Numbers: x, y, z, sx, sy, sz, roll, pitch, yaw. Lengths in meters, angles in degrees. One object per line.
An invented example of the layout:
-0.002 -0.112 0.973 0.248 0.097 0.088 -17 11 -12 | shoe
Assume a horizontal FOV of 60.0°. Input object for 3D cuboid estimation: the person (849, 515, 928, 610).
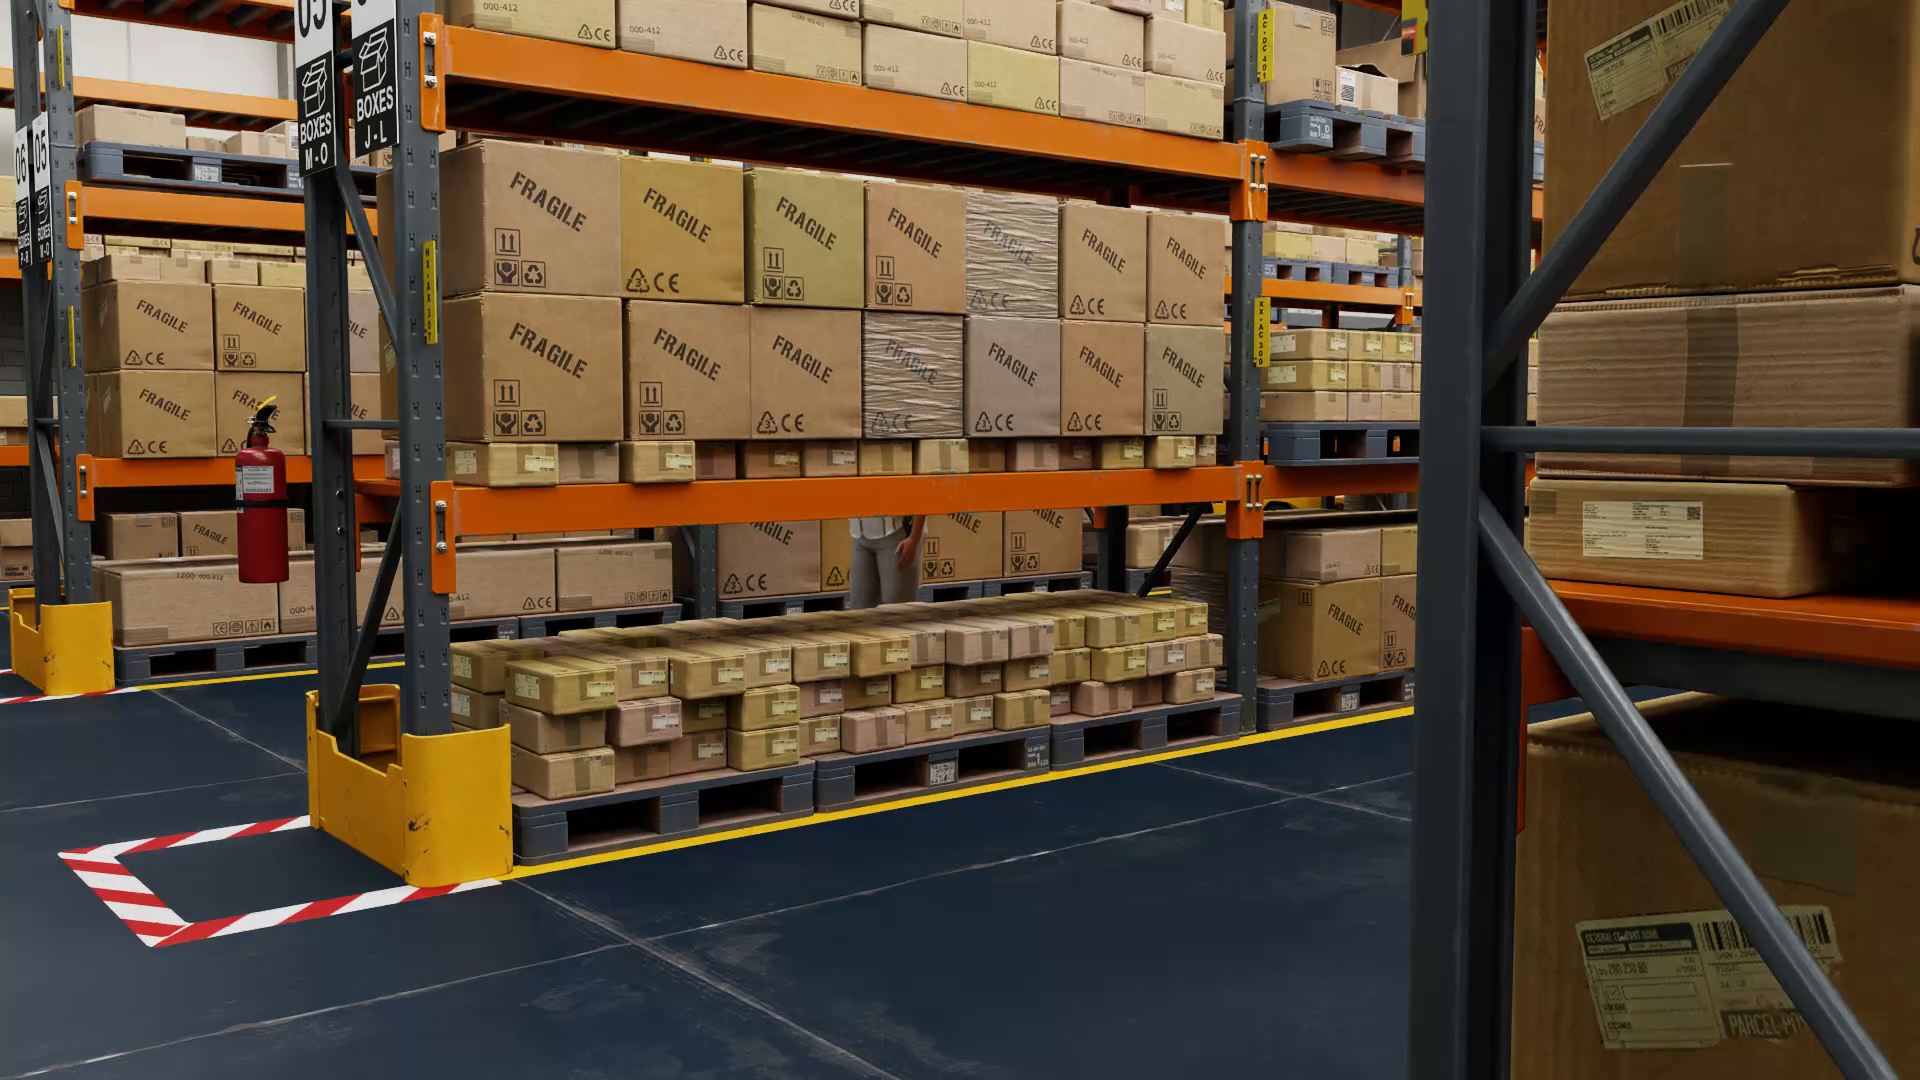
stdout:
-0.384 0.003 9.049 0.532 1.737 0.390 4 6 43 | person
